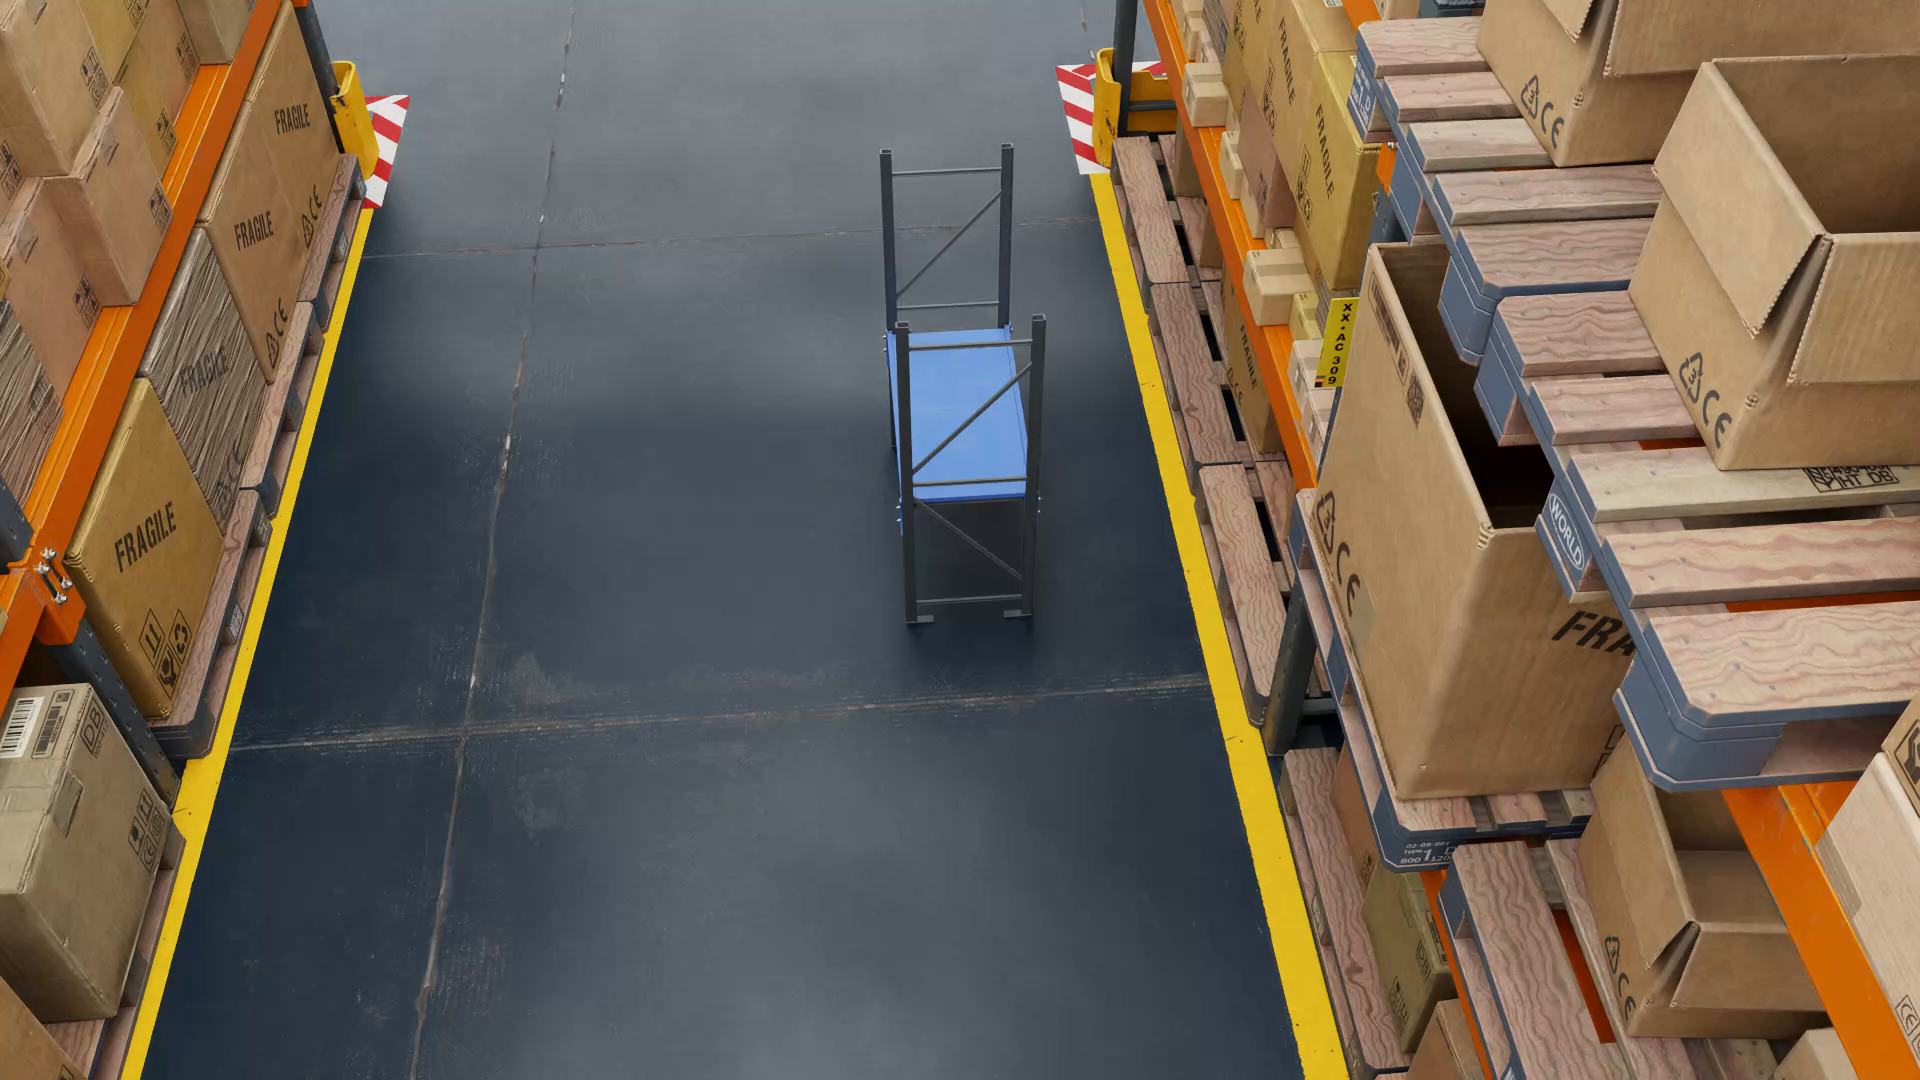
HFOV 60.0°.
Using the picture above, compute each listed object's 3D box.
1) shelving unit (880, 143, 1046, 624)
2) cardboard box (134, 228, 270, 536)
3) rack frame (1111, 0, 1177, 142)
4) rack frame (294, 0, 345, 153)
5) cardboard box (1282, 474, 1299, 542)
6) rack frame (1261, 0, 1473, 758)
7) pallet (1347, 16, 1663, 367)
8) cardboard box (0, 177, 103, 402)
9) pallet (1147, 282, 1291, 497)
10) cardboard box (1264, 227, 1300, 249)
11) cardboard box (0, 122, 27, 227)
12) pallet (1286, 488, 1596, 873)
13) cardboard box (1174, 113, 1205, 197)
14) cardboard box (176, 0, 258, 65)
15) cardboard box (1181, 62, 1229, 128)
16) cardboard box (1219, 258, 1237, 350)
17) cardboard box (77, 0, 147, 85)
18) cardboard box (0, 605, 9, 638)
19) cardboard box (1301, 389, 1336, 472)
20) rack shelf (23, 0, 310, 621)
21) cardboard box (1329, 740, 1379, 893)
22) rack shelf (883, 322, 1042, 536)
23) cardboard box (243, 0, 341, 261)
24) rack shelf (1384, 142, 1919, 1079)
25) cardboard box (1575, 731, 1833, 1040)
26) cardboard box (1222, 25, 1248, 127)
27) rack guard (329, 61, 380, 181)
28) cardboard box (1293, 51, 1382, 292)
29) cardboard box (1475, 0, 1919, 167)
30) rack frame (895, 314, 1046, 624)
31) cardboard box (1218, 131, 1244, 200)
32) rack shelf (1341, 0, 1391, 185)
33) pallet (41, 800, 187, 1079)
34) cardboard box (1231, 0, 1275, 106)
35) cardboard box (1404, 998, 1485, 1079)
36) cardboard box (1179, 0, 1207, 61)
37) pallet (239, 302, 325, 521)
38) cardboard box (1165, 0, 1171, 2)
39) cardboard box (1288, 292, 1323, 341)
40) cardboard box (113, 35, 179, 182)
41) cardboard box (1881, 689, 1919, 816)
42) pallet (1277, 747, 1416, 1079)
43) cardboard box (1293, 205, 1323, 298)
[{"bbox_3d":[-0.007,-0.577,6.400,0.538,1.500,1.048,-3,47,-3],"label":"shelving unit"},{"bbox_3d":[-3.387,-0.600,6.563,0.875,0.875,0.875,-3,47,-3],"label":"cardboard box"},{"bbox_3d":[1.292,-3.197,7.848,1.000,3.000,0.127,-3,47,-3],"label":"rack frame"},{"bbox_3d":[-3.659,-2.969,7.632,1.000,3.000,0.127,-3,47,-3],"label":"rack frame"},{"bbox_3d":[1.577,-0.294,6.531,0.500,0.500,0.500,10,47,9],"label":"cardboard box"},{"bbox_3d":[1.626,-0.303,5.108,1.000,3.000,0.127,-3,47,-3],"label":"rack frame"},{"bbox_3d":[1.572,-0.817,3.658,1.213,0.211,1.003,-3,47,-3],"label":"pallet"},{"bbox_3d":[-3.436,-0.789,5.465,0.875,0.550,0.550,-3,47,-3],"label":"cardboard box"},{"bbox_3d":[1.430,-0.713,7.416,1.003,0.211,1.213,-3,47,-3],"label":"pallet"},{"bbox_3d":[1.322,-1.083,6.020,0.380,0.149,0.250,-3,47,-3],"label":"cardboard box"},{"bbox_3d":[-3.483,-1.158,5.070,0.875,0.550,0.550,-3,47,-3],"label":"cardboard box"},{"bbox_3d":[1.545,0.325,4.645,1.003,0.211,1.213,-3,47,-3],"label":"pallet"},{"bbox_3d":[1.327,-2.029,8.175,0.500,0.500,0.500,4,47,4],"label":"cardboard box"},{"bbox_3d":[-3.515,-2.358,6.950,0.875,0.550,0.550,-3,47,-3],"label":"cardboard box"},{"bbox_3d":[1.107,-1.799,6.697,0.380,0.149,0.250,-3,47,-3],"label":"cardboard box"},{"bbox_3d":[1.445,-1.145,7.337,0.500,0.500,0.500,0,47,0],"label":"cardboard box"},{"bbox_3d":[-3.443,-1.940,5.810,0.875,0.550,0.500,-3,47,-3],"label":"cardboard box"},{"bbox_3d":[-3.014,0.252,4.513,0.500,0.500,0.500,-4,47,-4],"label":"cardboard box"},{"bbox_3d":[1.316,-0.354,5.329,0.380,0.149,0.250,-3,47,-3],"label":"cardboard box"},{"bbox_3d":[-3.492,-1.274,6.523,1.077,0.370,4.000,-3,47,-3],"label":"rack shelf"},{"bbox_3d":[1.656,0.851,5.433,0.700,0.500,0.500,-7,47,-6],"label":"cardboard box"},{"bbox_3d":[-0.007,-0.454,6.531,0.538,0.185,1.000,-3,47,-3],"label":"rack shelf"},{"bbox_3d":[-3.537,-1.896,7.790,0.875,0.875,0.875,-3,47,-3],"label":"cardboard box"},{"bbox_3d":[1.794,0.360,2.909,1.077,0.370,4.000,-3,47,-3],"label":"rack shelf"},{"bbox_3d":[1.864,0.766,3.735,0.797,0.503,0.637,1,47,1],"label":"cardboard box"},{"bbox_3d":[1.501,-1.853,6.302,0.875,0.500,0.500,-3,47,-3],"label":"cardboard box"},{"bbox_3d":[-3.661,-2.127,8.556,1.175,0.500,0.348,-3,47,-3],"label":"rack guard"},{"bbox_3d":[1.315,-1.092,4.893,0.500,0.500,0.500,-3,47,-3],"label":"cardboard box"},{"bbox_3d":[1.567,-1.168,3.501,0.797,0.503,0.637,-6,47,-5],"label":"cardboard box"},{"bbox_3d":[0.035,-0.210,6.052,0.500,1.500,0.032,-3,47,-3],"label":"rack frame"},{"bbox_3d":[1.205,-1.441,6.358,0.380,0.149,0.250,-3,47,-3],"label":"cardboard box"},{"bbox_3d":[1.459,-2.534,5.650,1.077,0.370,4.000,-3,47,-3],"label":"rack shelf"},{"bbox_3d":[-3.185,1.438,5.379,1.003,0.211,1.213,-3,47,-3],"label":"pallet"},{"bbox_3d":[1.231,-1.816,5.578,0.500,0.500,0.500,-3,47,-3],"label":"cardboard box"},{"bbox_3d":[1.725,1.602,4.722,0.700,0.500,0.500,-7,47,-7],"label":"cardboard box"},{"bbox_3d":[1.141,-2.165,7.044,0.380,0.149,0.250,-3,47,-3],"label":"cardboard box"},{"bbox_3d":[-3.415,-0.556,7.267,1.003,0.211,1.213,-3,47,-3],"label":"pallet"},{"bbox_3d":[1.086,-2.526,7.386,0.380,0.149,0.250,-3,47,-3],"label":"cardboard box"},{"bbox_3d":[1.343,-0.720,5.676,0.380,0.149,0.250,-3,47,-3],"label":"cardboard box"},{"bbox_3d":[-3.508,-1.564,6.199,0.875,0.550,0.500,-3,47,-3],"label":"cardboard box"},{"bbox_3d":[1.592,0.294,2.063,0.500,0.500,0.500,-3,47,-3],"label":"cardboard box"},{"bbox_3d":[1.693,1.219,5.587,1.003,0.211,1.213,-3,47,-3],"label":"pallet"},{"bbox_3d":[1.644,-1.133,5.620,0.875,0.500,0.500,-3,47,-3],"label":"cardboard box"}]
